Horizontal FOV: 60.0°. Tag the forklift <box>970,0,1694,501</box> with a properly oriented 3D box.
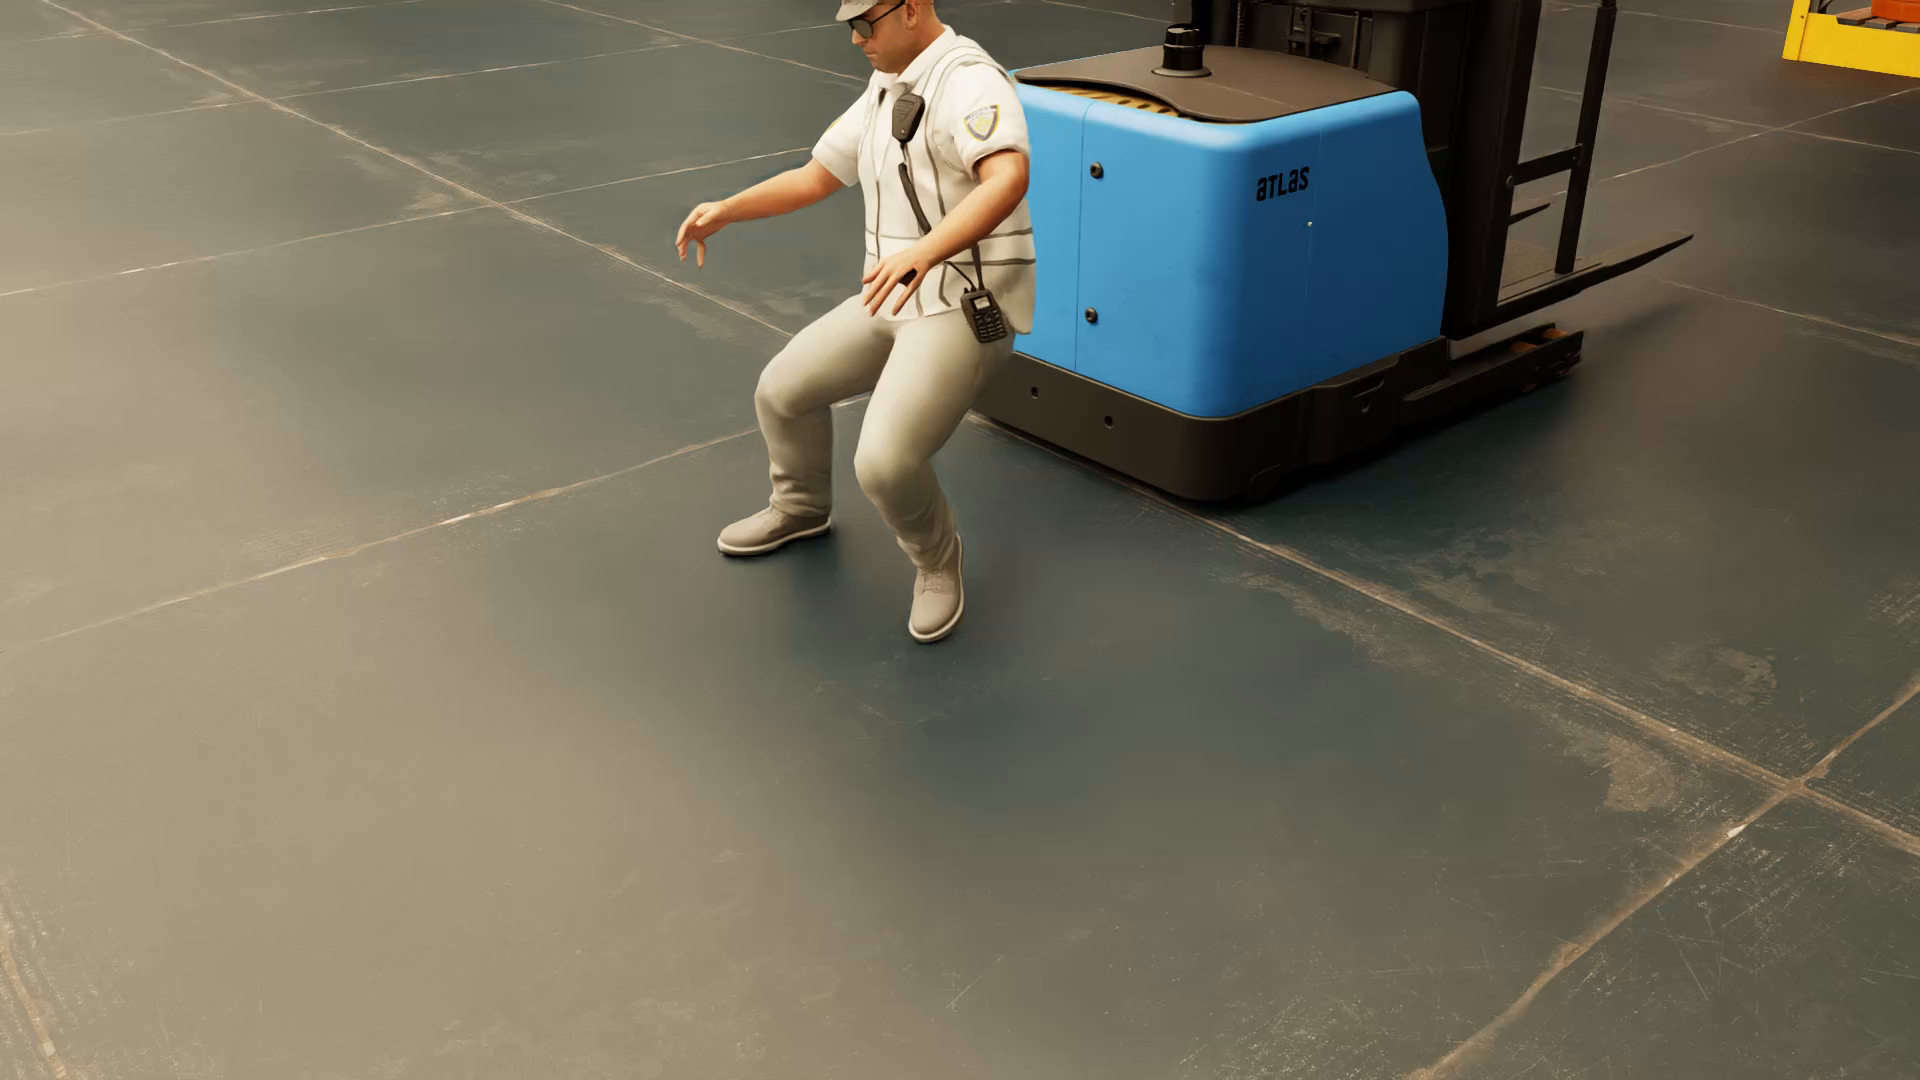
[{"bbox_3d":[1.457,-1.955,5.144,3.031,2.935,1.130,-21,33,-36],"label":"forklift"}]

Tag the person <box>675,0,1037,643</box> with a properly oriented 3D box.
[{"bbox_3d":[-0.220,-0.563,3.876,0.777,1.556,0.935,-14,30,-26],"label":"person"}]
